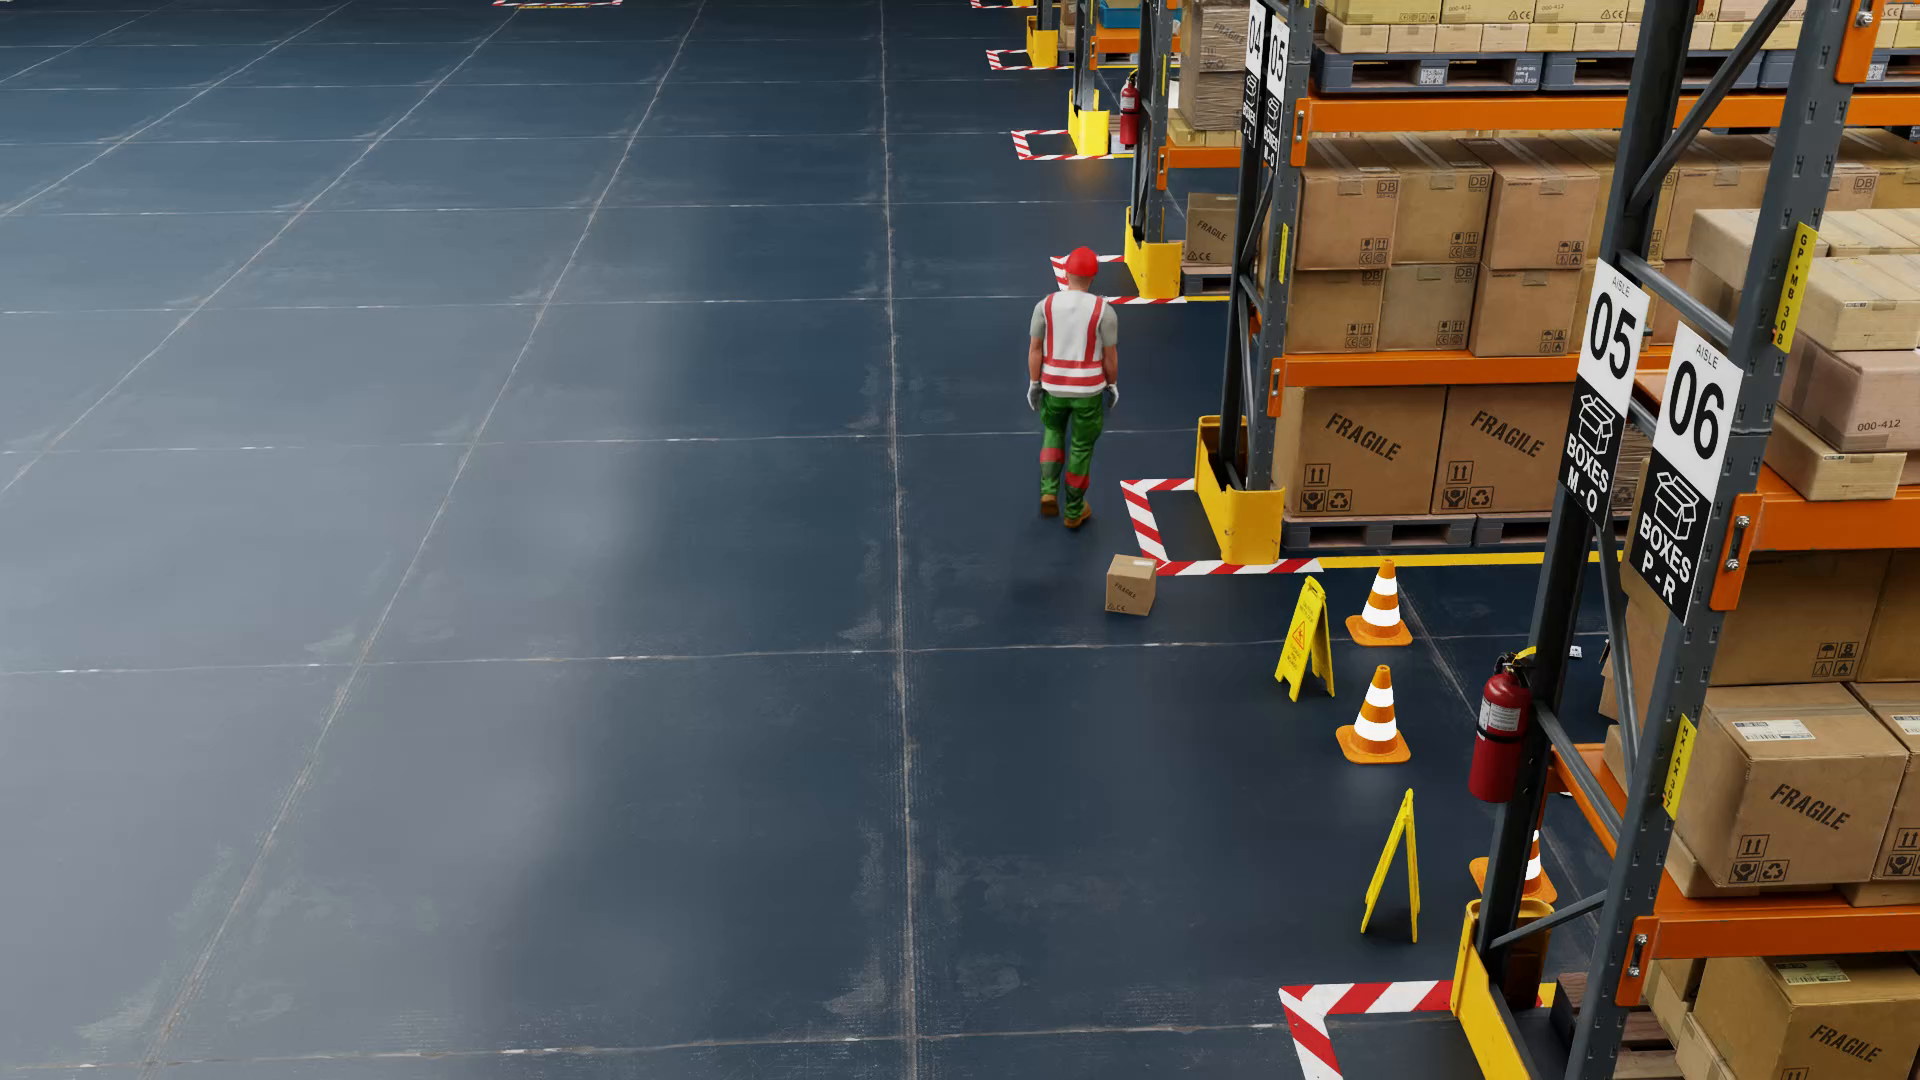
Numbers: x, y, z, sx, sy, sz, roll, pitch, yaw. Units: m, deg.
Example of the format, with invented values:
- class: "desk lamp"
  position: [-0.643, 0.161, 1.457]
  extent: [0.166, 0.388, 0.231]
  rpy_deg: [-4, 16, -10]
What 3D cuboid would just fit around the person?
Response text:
- class: "person"
  position: [0.710, -0.945, 10.403]
  extent: [0.547, 1.804, 0.430]
  rpy_deg: [9, 29, 16]
